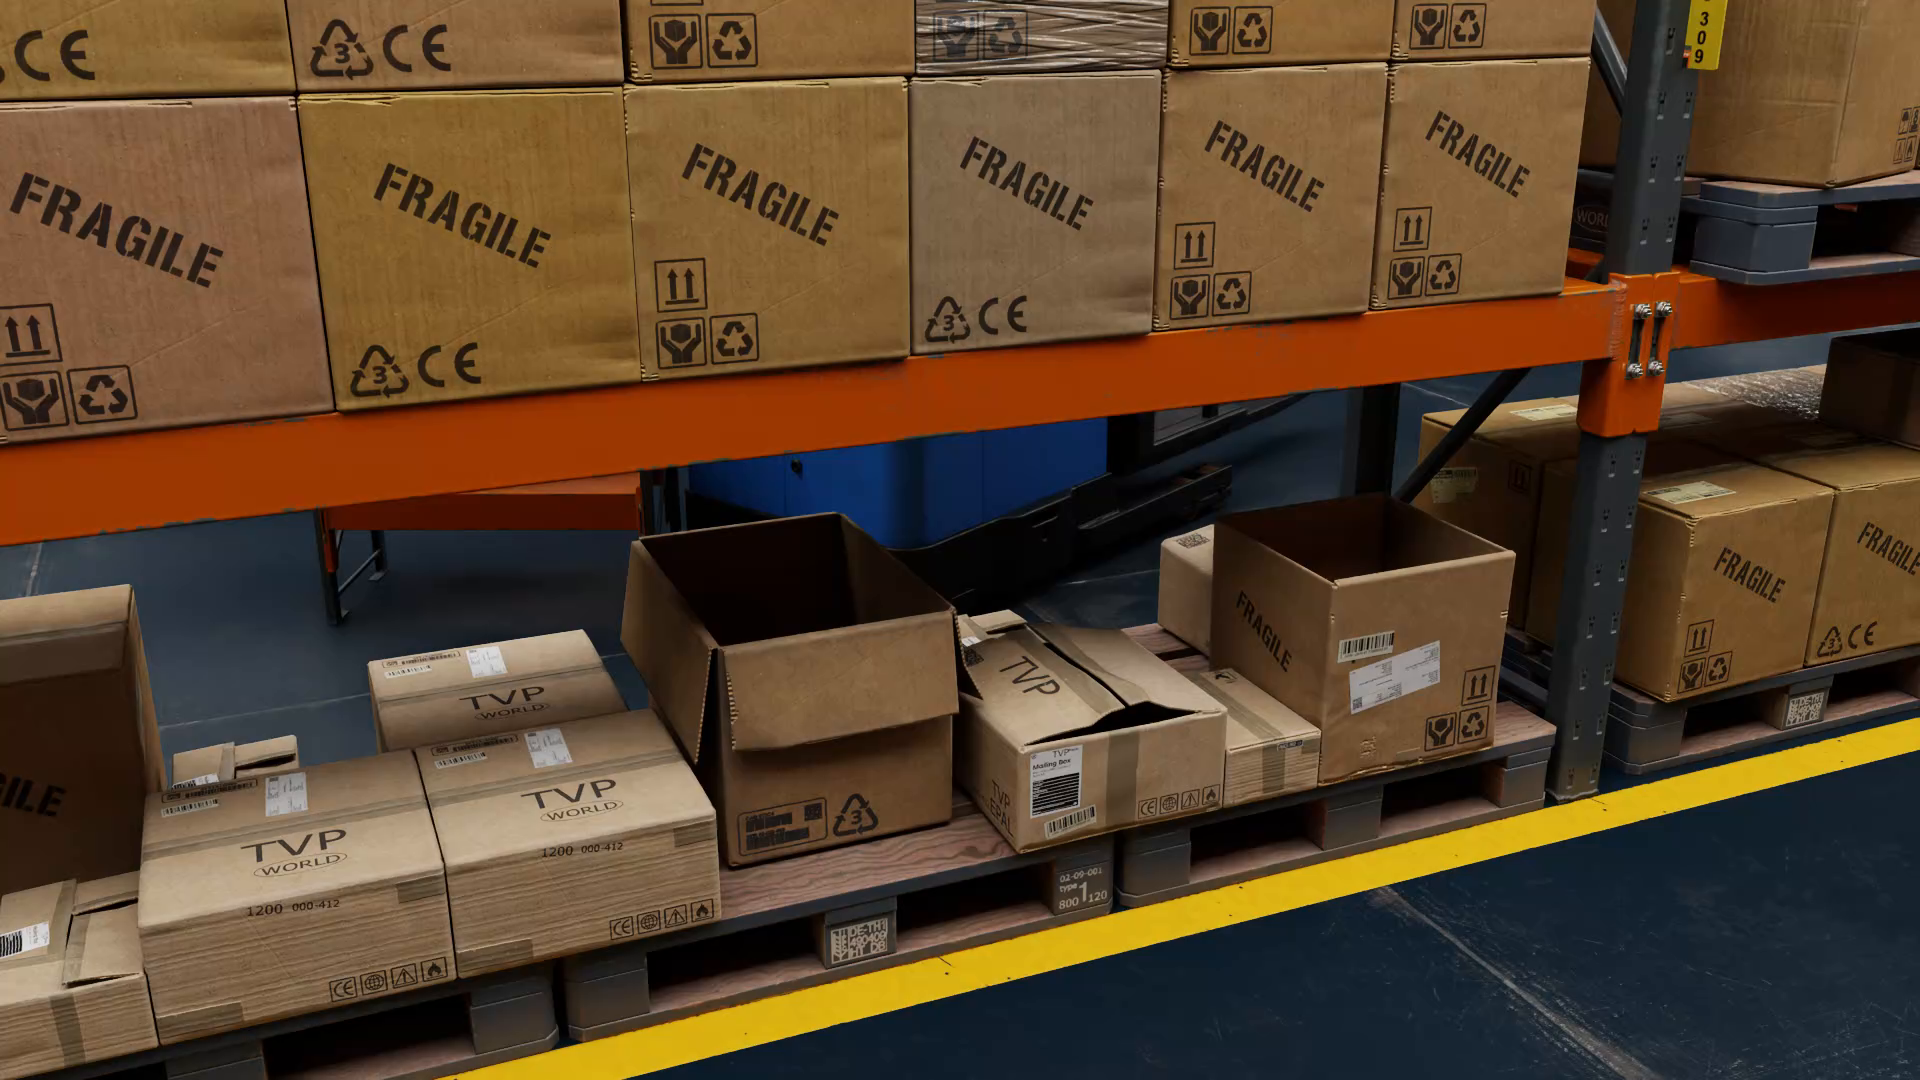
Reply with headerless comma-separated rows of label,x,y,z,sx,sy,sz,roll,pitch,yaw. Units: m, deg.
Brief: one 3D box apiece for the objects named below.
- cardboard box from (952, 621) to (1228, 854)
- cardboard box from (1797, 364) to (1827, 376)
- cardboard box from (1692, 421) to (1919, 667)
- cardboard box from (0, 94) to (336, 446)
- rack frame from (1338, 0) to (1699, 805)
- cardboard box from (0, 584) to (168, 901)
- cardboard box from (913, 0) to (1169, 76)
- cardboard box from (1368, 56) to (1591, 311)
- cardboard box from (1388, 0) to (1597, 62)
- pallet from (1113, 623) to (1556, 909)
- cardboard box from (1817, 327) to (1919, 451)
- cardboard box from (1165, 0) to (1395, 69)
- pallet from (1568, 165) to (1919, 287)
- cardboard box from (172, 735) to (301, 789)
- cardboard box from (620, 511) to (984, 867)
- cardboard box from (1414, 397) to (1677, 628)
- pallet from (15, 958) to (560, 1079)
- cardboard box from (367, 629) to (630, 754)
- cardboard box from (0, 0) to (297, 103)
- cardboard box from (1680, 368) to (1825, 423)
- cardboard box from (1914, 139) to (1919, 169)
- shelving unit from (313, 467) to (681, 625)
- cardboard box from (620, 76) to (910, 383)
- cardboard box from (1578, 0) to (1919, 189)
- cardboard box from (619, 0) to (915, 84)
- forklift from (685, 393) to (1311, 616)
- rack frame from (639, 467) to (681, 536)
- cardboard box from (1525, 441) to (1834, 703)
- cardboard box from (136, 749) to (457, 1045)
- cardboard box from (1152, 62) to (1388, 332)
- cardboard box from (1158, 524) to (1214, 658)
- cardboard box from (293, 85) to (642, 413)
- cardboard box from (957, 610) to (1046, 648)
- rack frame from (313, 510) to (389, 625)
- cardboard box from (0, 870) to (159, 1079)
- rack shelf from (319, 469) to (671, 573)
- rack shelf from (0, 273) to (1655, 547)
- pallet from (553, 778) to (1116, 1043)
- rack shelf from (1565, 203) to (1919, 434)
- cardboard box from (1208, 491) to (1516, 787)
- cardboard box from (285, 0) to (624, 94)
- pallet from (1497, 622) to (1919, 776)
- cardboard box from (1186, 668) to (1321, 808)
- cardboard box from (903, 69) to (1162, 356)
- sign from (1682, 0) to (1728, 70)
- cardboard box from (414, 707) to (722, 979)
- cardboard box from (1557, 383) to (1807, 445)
cardboard box,0.253,0.406,3.737,0.500,0.311,0.500,-8,21,-22
cardboard box,3.076,-0.291,5.434,0.500,0.500,0.500,-9,21,-24
cardboard box,2.378,-0.006,4.623,0.500,0.500,0.500,-8,21,-21
cardboard box,-1.337,-0.483,2.726,0.500,0.500,0.500,-8,21,-22
rack frame,1.352,-0.914,4.103,0.127,3.000,1.000,-8,21,-22
cardboard box,-1.919,0.437,3.367,0.500,0.500,0.500,-8,21,-22
cardboard box,0.058,-1.153,3.125,0.500,0.500,0.500,-8,21,-21
cardboard box,0.995,-0.818,3.677,0.500,0.500,0.500,-8,21,-21
cardboard box,0.990,-1.288,3.507,0.500,0.500,0.500,-8,21,-22
pallet,0.721,0.491,4.310,1.213,0.211,1.003,-8,21,-22
cardboard box,2.811,-0.418,4.663,0.500,0.250,0.500,-8,21,-22
cardboard box,0.521,-1.220,3.313,0.500,0.500,0.500,-9,21,-23
pallet,2.129,-0.896,4.339,1.213,0.211,1.003,-8,21,-22
cardboard box,-1.512,0.568,3.496,0.250,0.166,0.380,-8,21,-22
cardboard box,-0.371,0.304,3.738,0.637,0.503,0.797,-8,21,-22
cardboard box,1.692,-0.095,4.877,0.500,0.500,0.500,-8,21,-22
pallet,-1.519,0.812,3.398,1.213,0.211,1.003,-8,21,-22
cardboard box,-1.035,0.439,3.737,0.500,0.250,0.500,-8,21,-22
cardboard box,-1.332,-0.956,2.565,0.500,0.500,0.500,-8,21,-21
cardboard box,2.609,-0.224,5.242,0.500,0.500,0.500,-8,21,-21
cardboard box,2.482,-1.264,4.311,0.500,0.500,0.700,-5,20,-13
shelving unit,-1.475,-0.344,5.305,1.048,1.125,0.538,0,19,0
cardboard box,-0.416,-0.613,3.097,0.500,0.500,0.500,-8,21,-21
cardboard box,1.876,-1.154,4.000,0.500,0.500,0.700,-17,26,-40
cardboard box,-0.405,-1.087,2.938,0.500,0.500,0.500,-8,21,-22
forklift,0.391,-1.544,5.993,1.130,2.935,3.031,15,24,36
rack frame,-0.966,-0.344,5.305,0.032,1.125,0.500,0,19,0
cardboard box,1.893,0.068,4.414,0.500,0.500,0.500,-9,21,-24
cardboard box,-1.250,0.650,3.136,0.500,0.250,0.500,-8,21,-22
cardboard box,0.522,-0.749,3.483,0.500,0.500,0.500,-8,21,-20
cardboard box,0.881,0.136,4.507,0.500,0.311,0.500,-8,21,-22
cardboard box,-0.875,-0.548,2.911,0.500,0.500,0.500,-8,21,-22
cardboard box,0.091,0.321,4.199,0.250,0.166,0.380,-8,21,-22
rack frame,-1.983,-0.344,5.306,0.032,1.125,0.500,0,19,0
cardboard box,-1.571,0.757,2.958,0.250,0.166,0.380,-8,21,-22
rack shelf,-1.475,-0.113,5.386,1.000,0.278,0.538,0,19,0
rack shelf,-0.484,-0.312,3.475,4.000,0.370,1.077,-8,21,-22
pallet,-0.401,0.653,3.851,1.213,0.211,1.003,-8,21,-22
rack shelf,3.188,-0.838,4.969,4.000,0.370,1.077,-8,21,-22
cardboard box,0.941,0.219,3.986,0.500,0.500,0.500,-8,21,-22
cardboard box,-0.871,-1.020,2.747,0.500,0.500,0.500,-8,21,-21
pallet,2.084,0.282,4.902,1.213,0.211,1.003,-8,21,-22
cardboard box,0.621,0.452,3.852,0.250,0.149,0.380,-8,21,-22
cardboard box,0.051,-0.681,3.289,0.500,0.500,0.500,-8,21,-21
sign,1.574,-1.158,3.492,0.005,0.325,0.100,-8,21,-22
cardboard box,-0.791,0.585,3.323,0.500,0.250,0.500,-8,21,-22
cardboard box,2.149,-0.158,5.055,0.500,0.500,0.500,-8,21,-22
